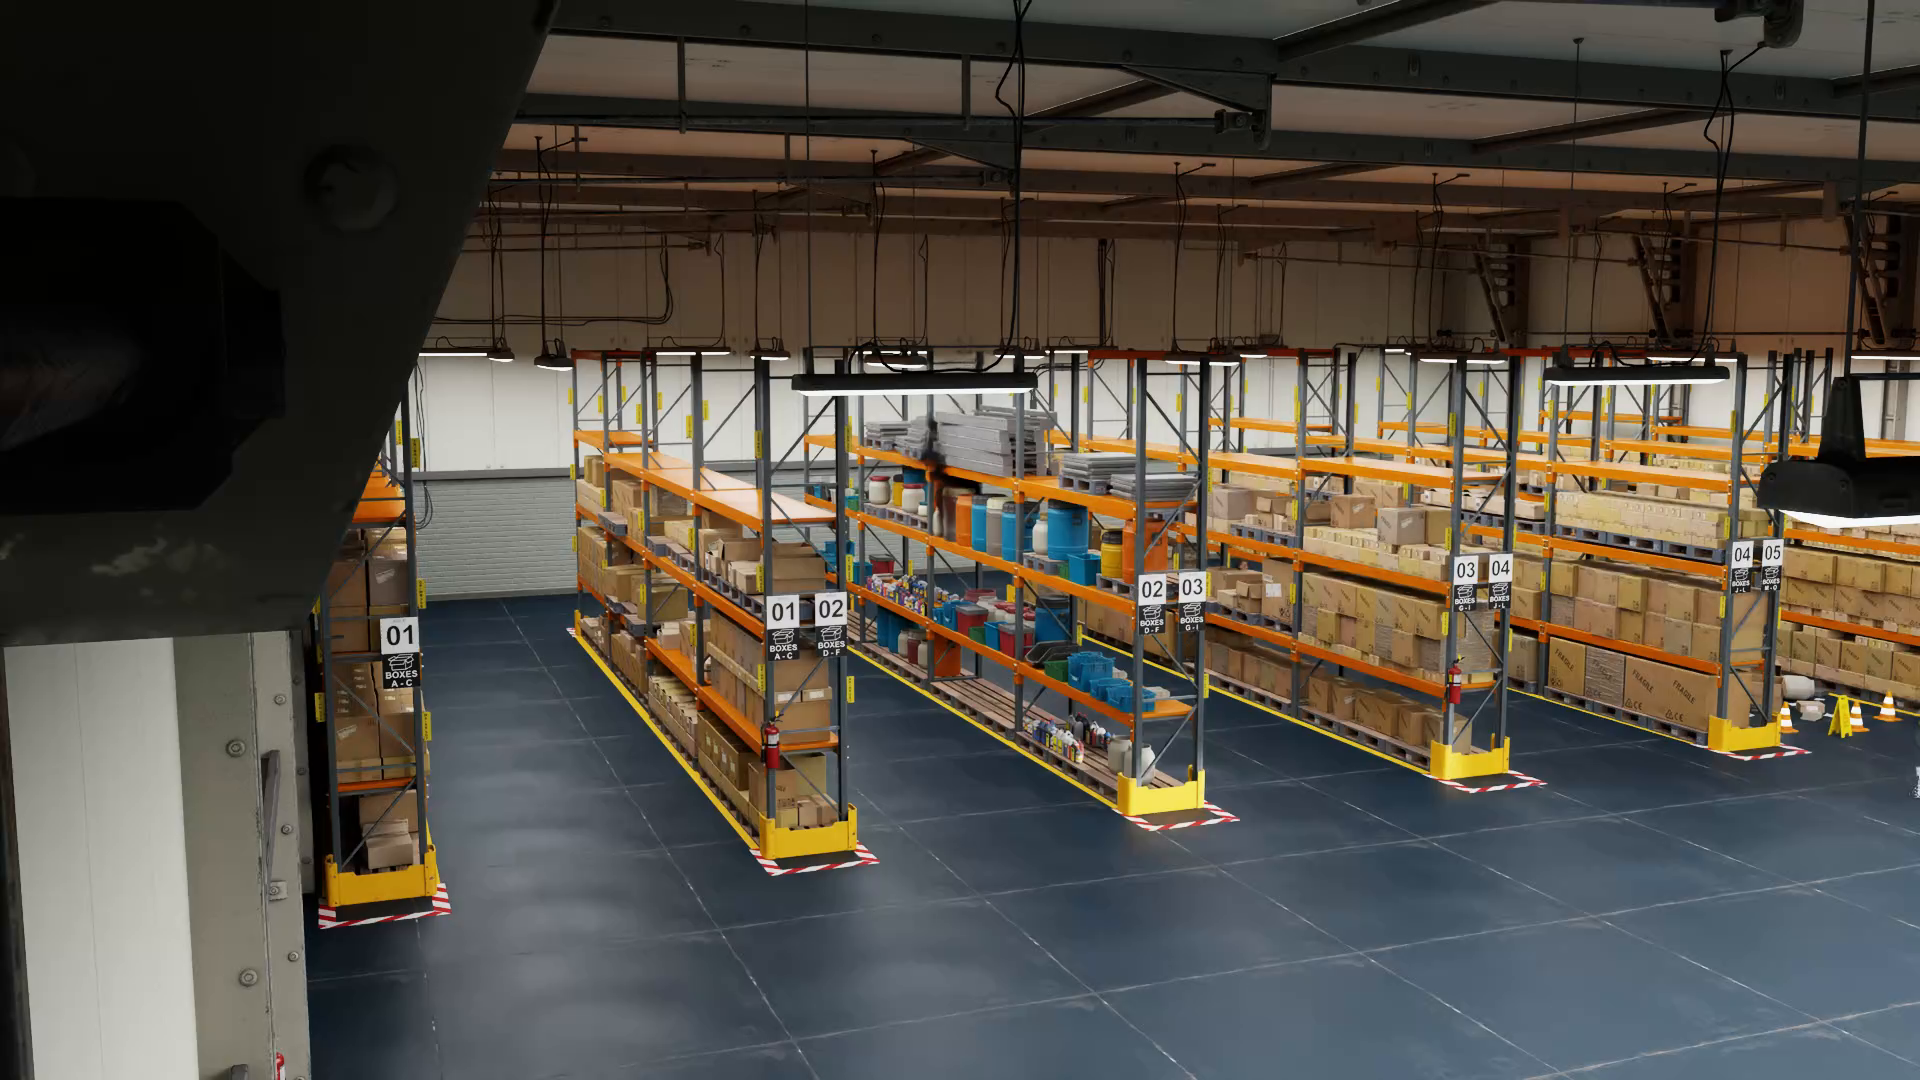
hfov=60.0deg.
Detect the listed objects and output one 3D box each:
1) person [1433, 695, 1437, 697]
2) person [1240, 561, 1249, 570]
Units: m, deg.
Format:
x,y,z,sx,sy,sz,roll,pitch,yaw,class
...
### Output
x,y,z,sx,sy,sz,roll,pitch,yaw,class
8.267,1.892,29.363,0.683,1.638,0.897,-3,8,-25,person
5.717,1.268,34.005,0.686,1.725,0.991,-4,8,-26,person
